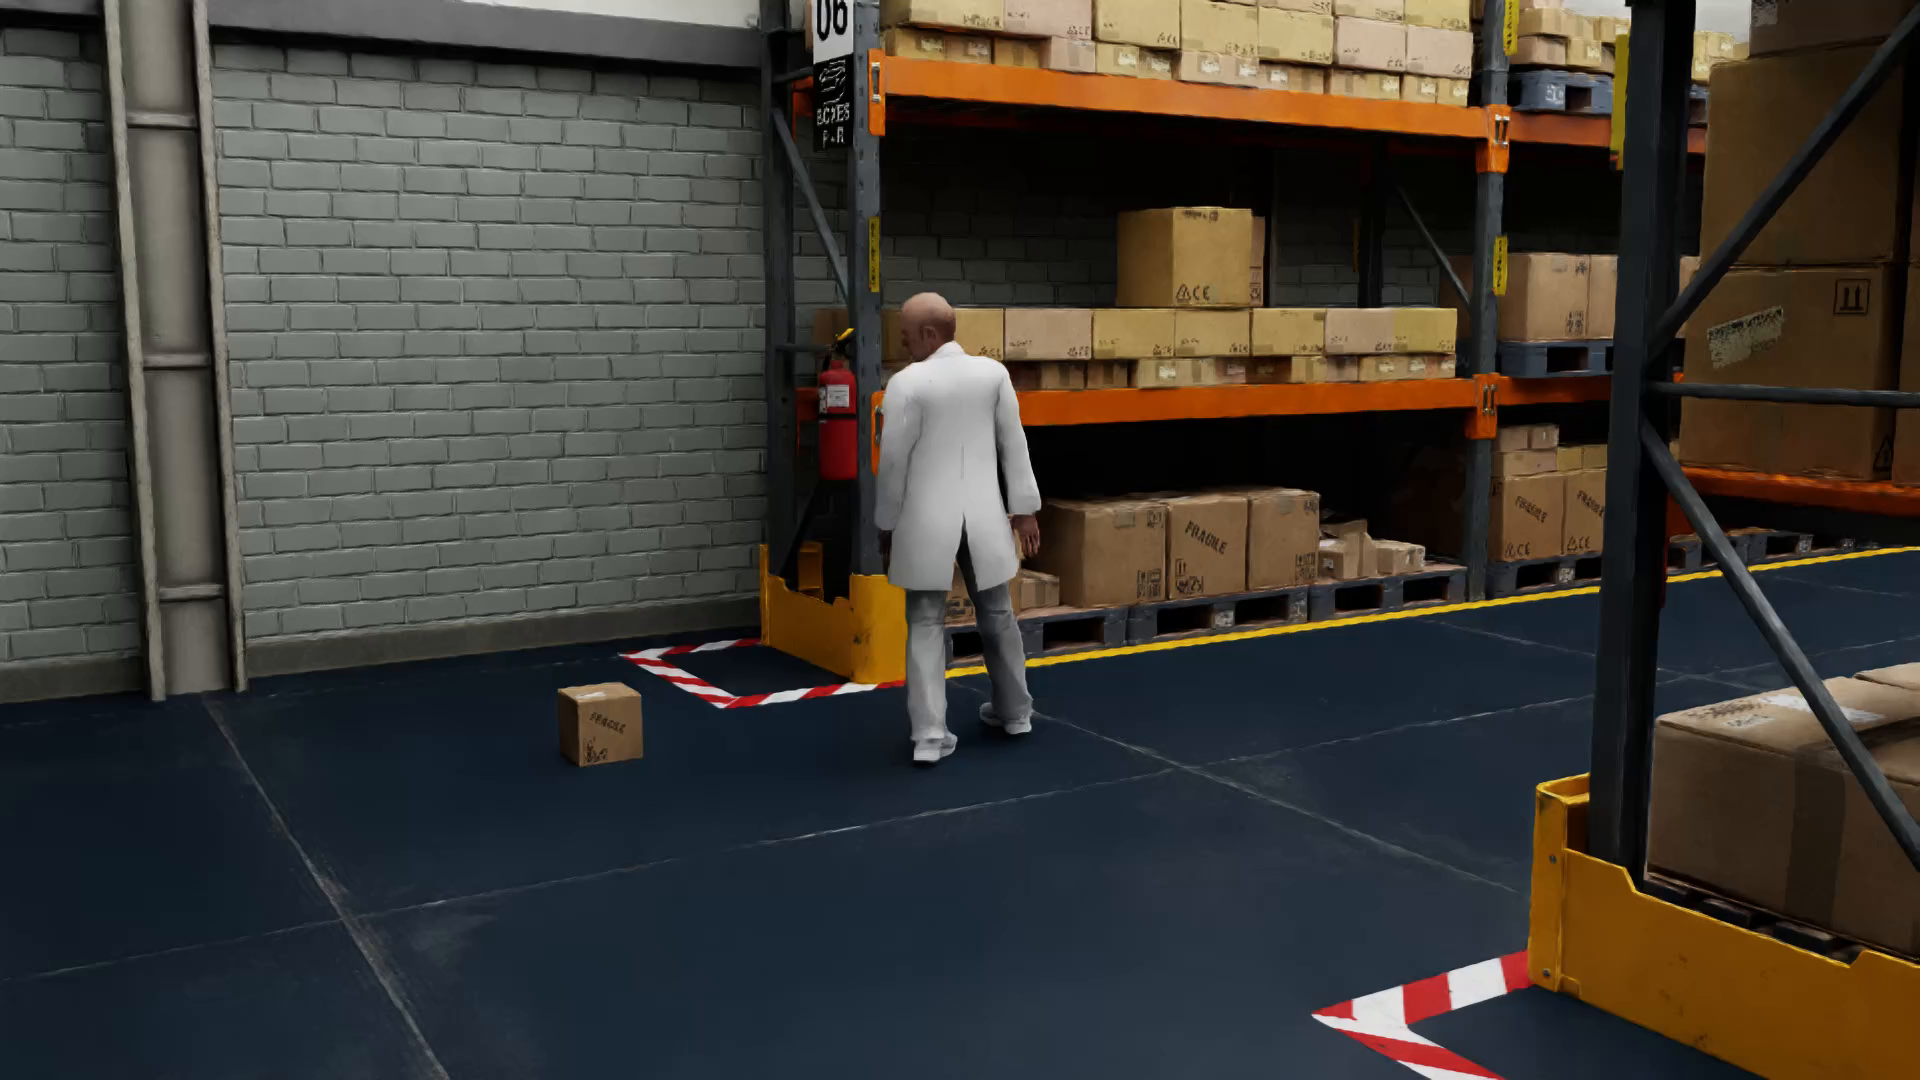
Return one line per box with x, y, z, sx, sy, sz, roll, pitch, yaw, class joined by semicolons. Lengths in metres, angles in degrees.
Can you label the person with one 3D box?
-0.032;-0.058;6.417;0.683;1.773;0.608;-3;9;-21;person
